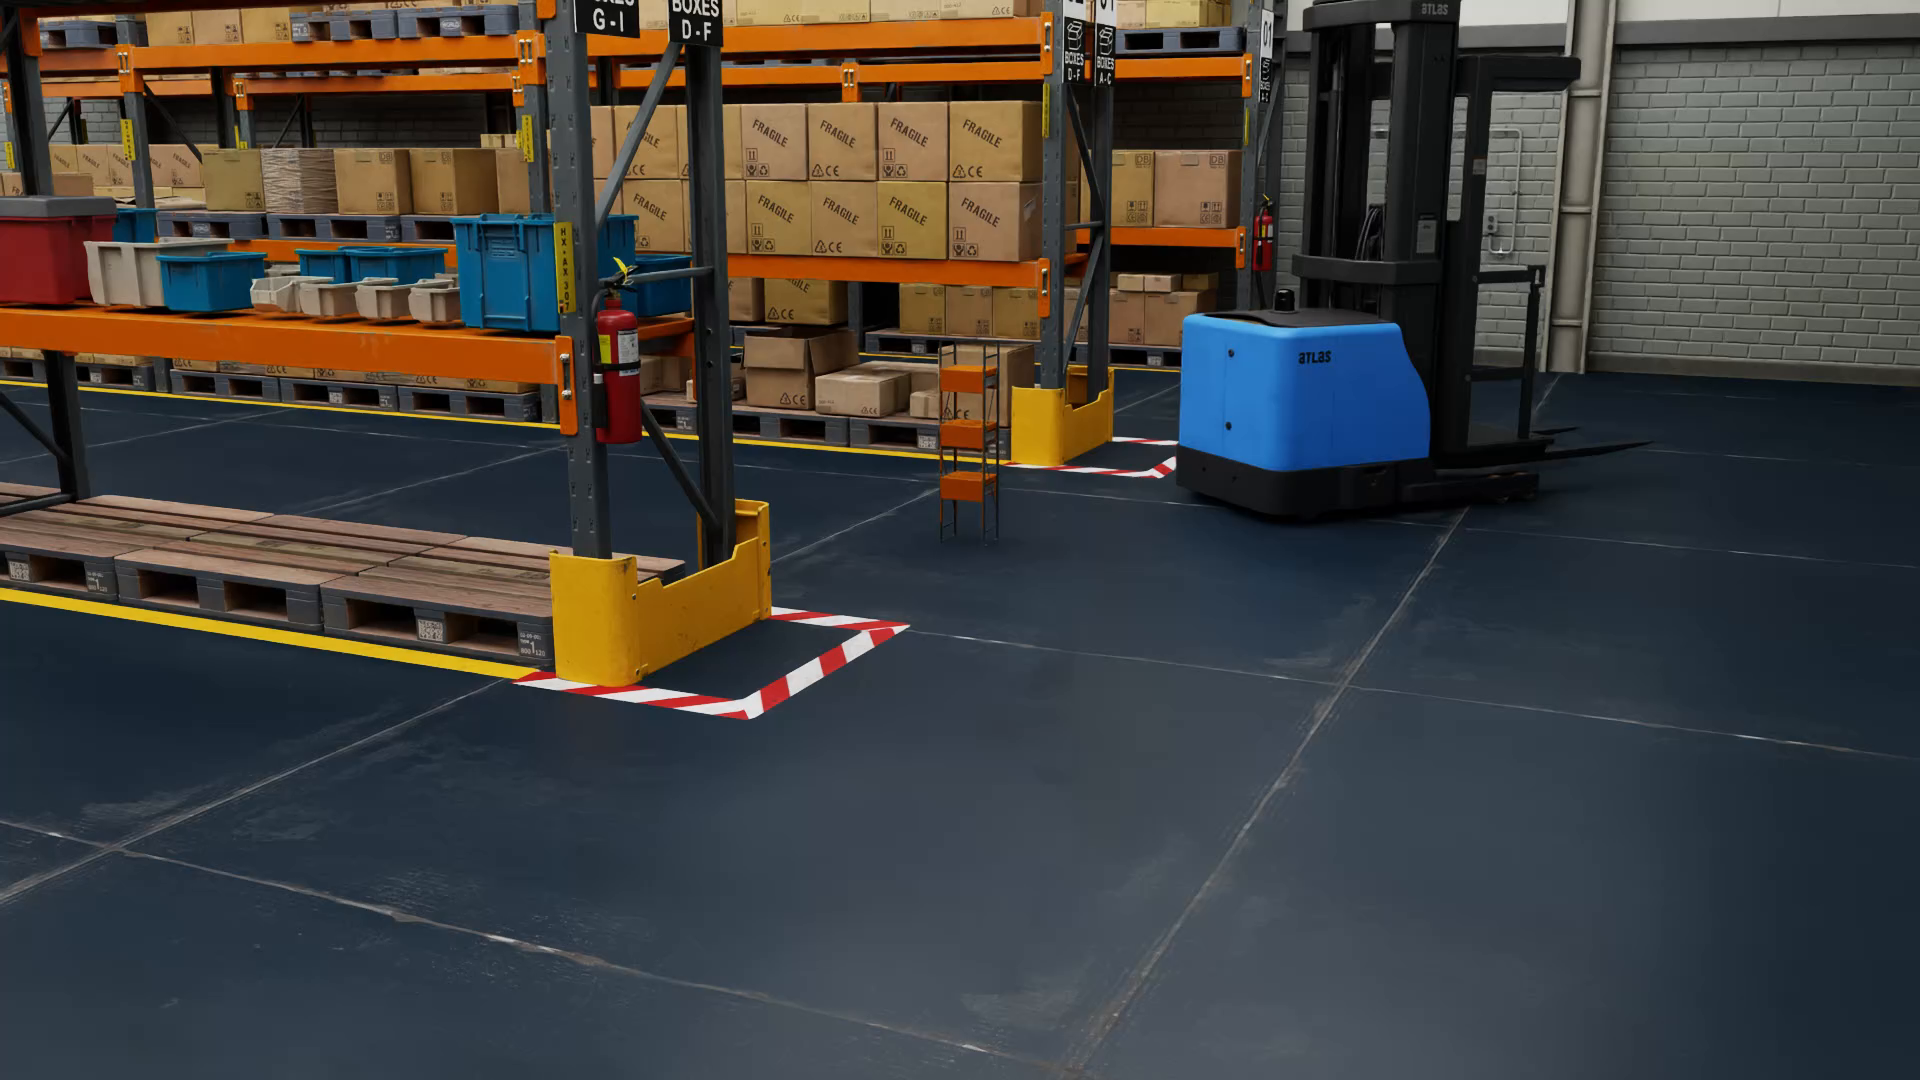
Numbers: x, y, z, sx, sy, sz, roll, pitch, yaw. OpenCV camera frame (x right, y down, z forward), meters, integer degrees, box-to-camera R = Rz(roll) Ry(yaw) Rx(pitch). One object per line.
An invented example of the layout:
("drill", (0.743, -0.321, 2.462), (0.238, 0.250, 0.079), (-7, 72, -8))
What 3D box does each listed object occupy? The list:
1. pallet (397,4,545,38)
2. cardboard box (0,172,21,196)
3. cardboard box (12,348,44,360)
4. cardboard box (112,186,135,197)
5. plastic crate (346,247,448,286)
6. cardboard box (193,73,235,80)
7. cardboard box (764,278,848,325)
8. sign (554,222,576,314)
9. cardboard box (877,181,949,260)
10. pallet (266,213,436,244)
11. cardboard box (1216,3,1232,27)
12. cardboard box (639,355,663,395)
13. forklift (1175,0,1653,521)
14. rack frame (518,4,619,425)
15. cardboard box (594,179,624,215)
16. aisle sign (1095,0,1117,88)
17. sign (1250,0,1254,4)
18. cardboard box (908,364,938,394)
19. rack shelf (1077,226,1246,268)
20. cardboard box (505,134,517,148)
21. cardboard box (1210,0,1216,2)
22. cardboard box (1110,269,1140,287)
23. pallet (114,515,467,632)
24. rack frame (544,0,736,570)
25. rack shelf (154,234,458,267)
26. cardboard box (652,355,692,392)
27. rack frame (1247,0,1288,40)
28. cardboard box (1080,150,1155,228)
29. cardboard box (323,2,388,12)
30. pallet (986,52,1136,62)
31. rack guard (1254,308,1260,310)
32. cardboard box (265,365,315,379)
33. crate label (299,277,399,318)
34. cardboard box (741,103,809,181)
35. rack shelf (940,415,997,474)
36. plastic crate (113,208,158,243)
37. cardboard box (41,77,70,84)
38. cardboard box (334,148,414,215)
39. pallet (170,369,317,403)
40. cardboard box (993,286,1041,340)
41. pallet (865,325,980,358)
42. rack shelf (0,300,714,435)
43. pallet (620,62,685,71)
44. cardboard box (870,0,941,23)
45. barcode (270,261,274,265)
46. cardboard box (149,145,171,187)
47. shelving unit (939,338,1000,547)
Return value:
("pallet", (-3.447, -3.877, 12.559), (1.003, 0.211, 1.213), (6, 14, 23))
("cardboard box", (-8.558, -3.053, 14.981), (0.500, 0.500, 0.500), (6, 14, 23))
("cardboard box", (-8.047, -1.761, 14.795), (0.500, 0.250, 0.500), (6, 15, 25))
("cardboard box", (-10.125, -4.264, 20.643), (0.500, 0.250, 0.500), (6, 14, 24))
("plastic crate", (-2.528, -1.190, 7.497), (0.300, 0.233, 0.416), (6, 14, 23))
("cardboard box", (-8.754, -5.723, 19.749), (0.500, 0.500, 0.500), (6, 15, 25))
("cardboard box", (-1.523, -2.660, 17.309), (0.750, 0.750, 0.750), (6, 14, 24))
("sign", (-1.439, -0.992, 6.061), (0.005, 0.325, 0.100), (6, 14, 23))
("cardboard box", (-0.217, -2.144, 11.107), (0.500, 0.500, 0.500), (6, 14, 24))
("pallet", (-4.756, -2.531, 13.397), (1.213, 0.211, 1.003), (6, 14, 23))
("cardboard box", (2.213, -4.858, 15.515), (0.500, 0.250, 0.500), (7, 15, 26))
("cardboard box", (-2.583, -1.255, 12.459), (0.500, 0.311, 0.500), (6, 14, 23))
("forklift", (2.829, -1.742, 9.762), (3.031, 2.935, 1.130), (-6, 15, -25))
("rack frame", (-2.879, -2.434, 12.560), (0.127, 3.000, 1.000), (6, 14, 23))
("cardboard box", (-2.523, -2.378, 12.105), (0.500, 0.500, 0.500), (6, 15, 25))
("aisle sign", (0.960, -3.384, 10.920), (0.004, 0.787, 0.394), (6, 14, 23))
("sign", (2.549, -4.839, 14.481), (0.005, 0.325, 0.100), (6, 14, 23))
("cardboard box", (-0.061, -1.095, 11.911), (0.500, 0.250, 0.500), (6, 14, 23))
("rack shelf", (0.953, -2.933, 16.265), (4.000, 0.370, 1.077), (6, 14, 23))
("cardboard box", (-4.861, -4.443, 18.522), (0.250, 0.149, 0.380), (4, 14, 16))
("cardboard box", (2.002, -5.115, 14.969), (0.500, 0.500, 0.500), (6, 14, 23))
("cardboard box", (1.604, -2.546, 16.171), (0.250, 0.149, 0.380), (6, 14, 24))
("pallet", (-3.081, 0.131, 7.736), (1.213, 0.211, 1.003), (6, 14, 23))
("rack frame", (-1.231, -1.029, 6.575), (0.127, 3.000, 1.000), (6, 14, 23))
("rack shelf", (-4.707, -2.268, 13.431), (4.000, 0.370, 1.077), (6, 14, 23))
("cardboard box", (-2.243, -1.437, 12.823), (0.500, 0.500, 0.500), (6, 14, 23))
("rack frame", (2.781, -6.019, 14.708), (0.127, 3.000, 1.000), (6, 14, 23))
("cardboard box", (1.641, -3.355, 15.829), (0.700, 0.700, 0.980), (6, 14, 23))
("cardboard box", (-4.530, -4.381, 12.934), (0.600, 0.600, 0.600), (5, 14, 21))
("pallet", (0.980, -4.695, 15.824), (1.213, 0.211, 1.003), (6, 14, 23))
("rack guard", (2.803, -1.879, 15.670), (0.348, 0.500, 1.175), (6, 14, 23))
("cardboard box", (-5.298, -1.604, 13.535), (0.500, 0.500, 0.500), (6, 14, 22))
("crate label", (-2.574, -1.018, 6.974), (0.243, 0.136, 0.396), (6, 14, 23))
("cardboard box", (-1.148, -2.724, 11.389), (0.500, 0.500, 0.500), (6, 15, 25))
("rack shelf", (0.049, -0.496, 8.616), (0.240, 0.259, 0.215), (6, 14, 23))
("plastic crate", (-4.324, -1.449, 8.267), (0.575, 0.384, 0.392), (6, 14, 23))
("cardboard box", (-11.166, -5.957, 20.749), (0.500, 0.500, 0.500), (7, 15, 27))
("cardboard box", (-4.519, -2.837, 13.142), (0.500, 0.500, 0.700), (2, 13, 9))
("pallet", (-5.869, -1.369, 14.128), (1.213, 0.211, 1.003), (6, 14, 23))
("cardboard box", (0.693, -2.270, 16.417), (0.500, 0.500, 0.700), (6, 15, 25))
("pallet", (-0.212, -2.024, 16.920), (1.213, 0.211, 1.003), (6, 14, 23))
("rack shelf", (-3.060, -0.864, 7.446), (4.000, 0.370, 1.077), (6, 14, 23))
("pallet", (-2.899, -5.056, 17.582), (1.213, 0.211, 1.003), (7, 15, 26))
("cardboard box", (-0.251, -3.492, 10.832), (0.500, 0.250, 0.500), (6, 14, 23))
("barcode", (-8.587, -3.462, 20.751), (0.075, 0.075, 0.001), (6, 14, 23))
("cardboard box", (-9.662, -4.584, 20.366), (0.500, 0.500, 0.500), (5, 14, 22))
("shelving unit", (0.049, -0.506, 8.614), (0.252, 1.050, 0.215), (6, 14, 23))
